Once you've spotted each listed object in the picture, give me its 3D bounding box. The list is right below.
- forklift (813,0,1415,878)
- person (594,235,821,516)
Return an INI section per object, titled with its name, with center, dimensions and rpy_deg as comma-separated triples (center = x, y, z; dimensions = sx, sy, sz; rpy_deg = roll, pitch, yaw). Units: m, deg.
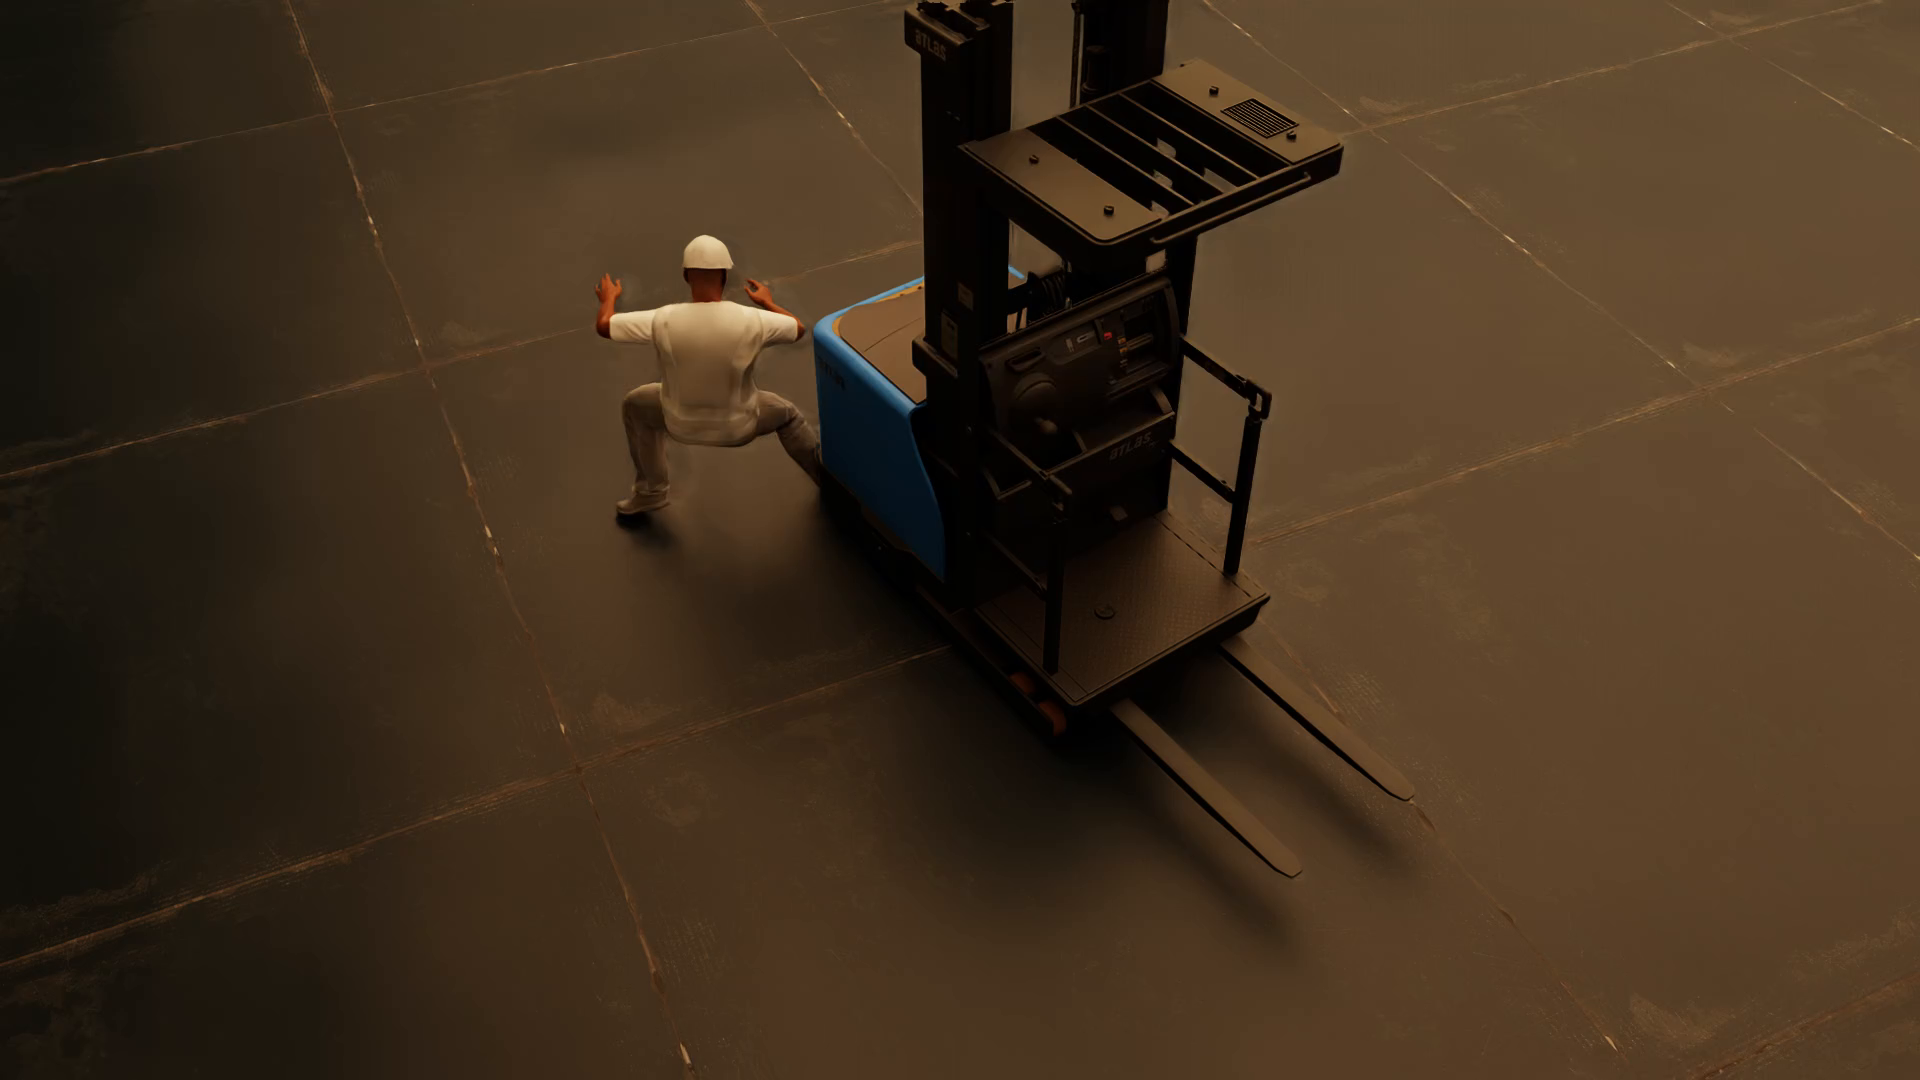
[forklift]
center = 0.609, -0.625, 6.350
dimensions = 1.130, 2.935, 3.031
rpy_deg = -26, 49, -25
[person]
center = -1.103, -0.742, 7.506
dimensions = 1.092, 1.528, 0.734
rpy_deg = 0, 43, 0
